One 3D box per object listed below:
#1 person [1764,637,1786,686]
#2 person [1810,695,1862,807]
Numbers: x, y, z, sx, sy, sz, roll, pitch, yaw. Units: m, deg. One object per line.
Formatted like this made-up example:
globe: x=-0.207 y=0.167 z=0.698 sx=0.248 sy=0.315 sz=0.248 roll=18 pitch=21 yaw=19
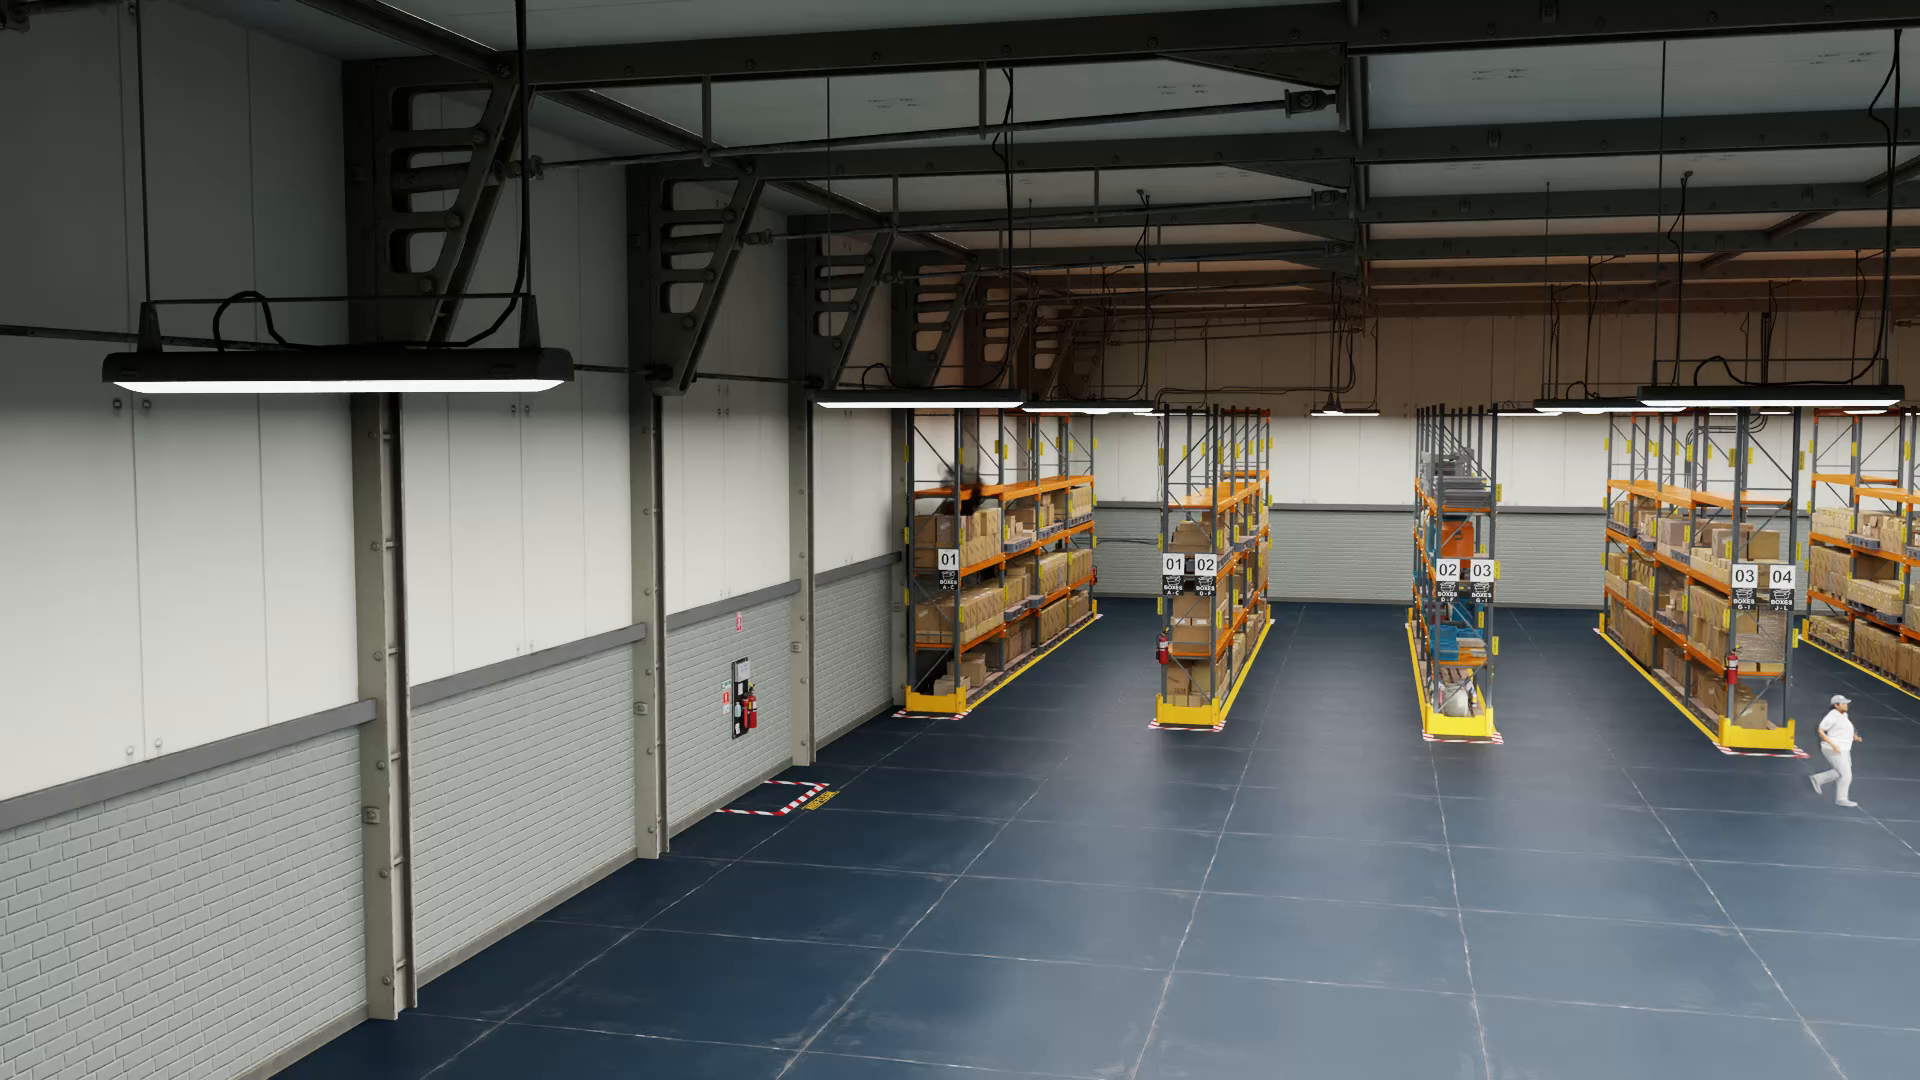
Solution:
person: x=17.344 y=2.310 z=35.467 sx=0.642 sy=1.664 sz=0.552 roll=1 pitch=4 yaw=11
person: x=12.973 y=3.108 z=24.697 sx=0.593 sy=1.630 sz=0.711 roll=-4 pitch=6 yaw=-42
